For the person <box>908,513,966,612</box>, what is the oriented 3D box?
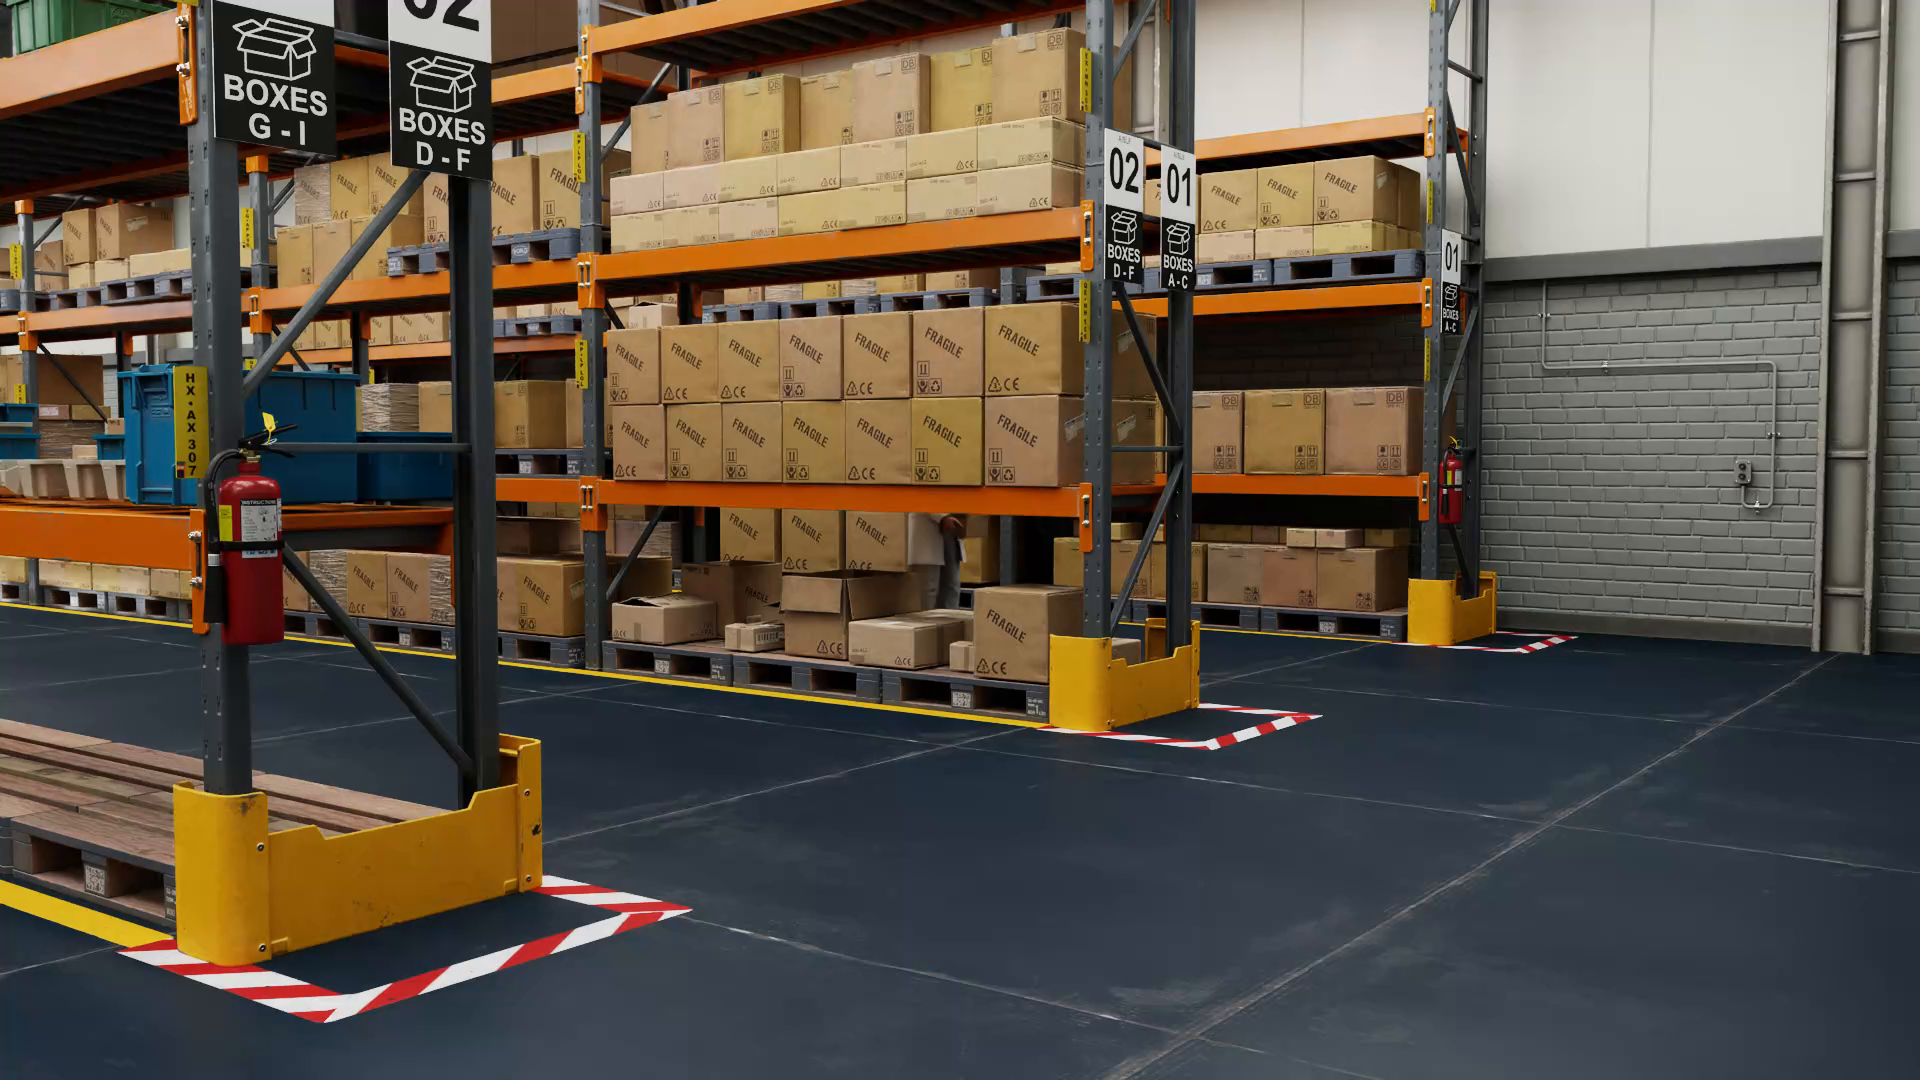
[{"bbox_3d":[-0.108,-0.038,12.026,0.527,1.781,0.554,2,4,39],"label":"person"}]
